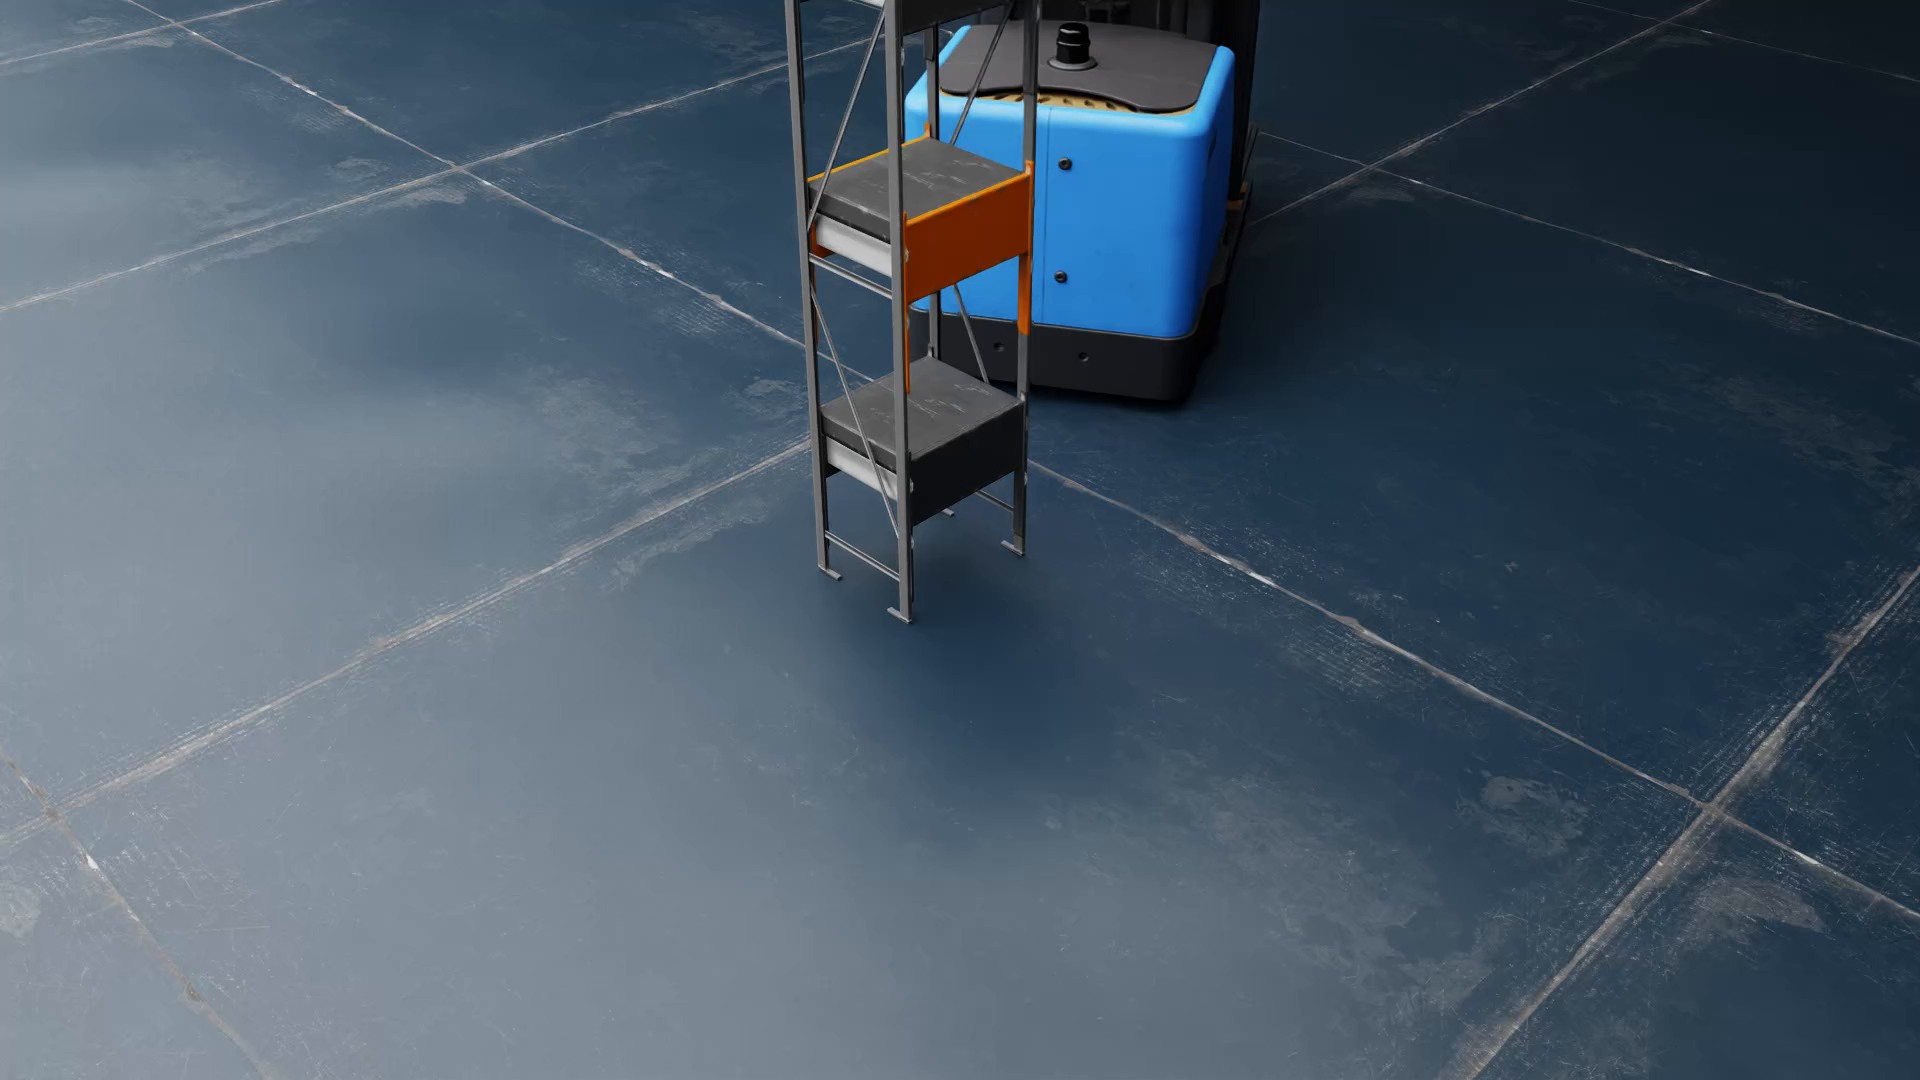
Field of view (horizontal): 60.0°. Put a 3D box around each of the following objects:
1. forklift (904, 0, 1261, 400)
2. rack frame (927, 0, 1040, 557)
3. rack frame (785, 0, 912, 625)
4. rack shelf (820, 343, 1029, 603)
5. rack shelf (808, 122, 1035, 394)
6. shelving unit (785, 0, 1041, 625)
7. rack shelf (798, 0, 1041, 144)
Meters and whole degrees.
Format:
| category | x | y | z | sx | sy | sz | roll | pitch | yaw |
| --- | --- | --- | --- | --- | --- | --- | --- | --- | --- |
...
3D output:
| category | x | y | z | sx | sy | sz | roll | pitch | yaw |
| --- | --- | --- | --- | --- | --- | --- | --- | --- | --- |
| forklift | 0.654 | -2.531 | 6.318 | 1.130 | 2.935 | 3.031 | 8 | 36 | 12 |
| rack frame | 0.055 | -0.893 | 4.695 | 0.400 | 2.100 | 0.015 | 30 | 45 | 35 |
| rack frame | -0.289 | -0.695 | 4.411 | 0.400 | 2.100 | 0.015 | 30 | 45 | 35 |
| rack shelf | -0.117 | -0.209 | 4.961 | 0.431 | 0.518 | 0.480 | 30 | 45 | 35 |
| rack shelf | -0.117 | -0.783 | 4.561 | 0.431 | 0.518 | 0.480 | 30 | 45 | 35 |
| shelving unit | -0.117 | -0.794 | 4.553 | 0.431 | 2.100 | 0.503 | 30 | 45 | 35 |
| rack shelf | -0.117 | -1.357 | 4.160 | 0.431 | 0.518 | 0.480 | 30 | 45 | 35 |
